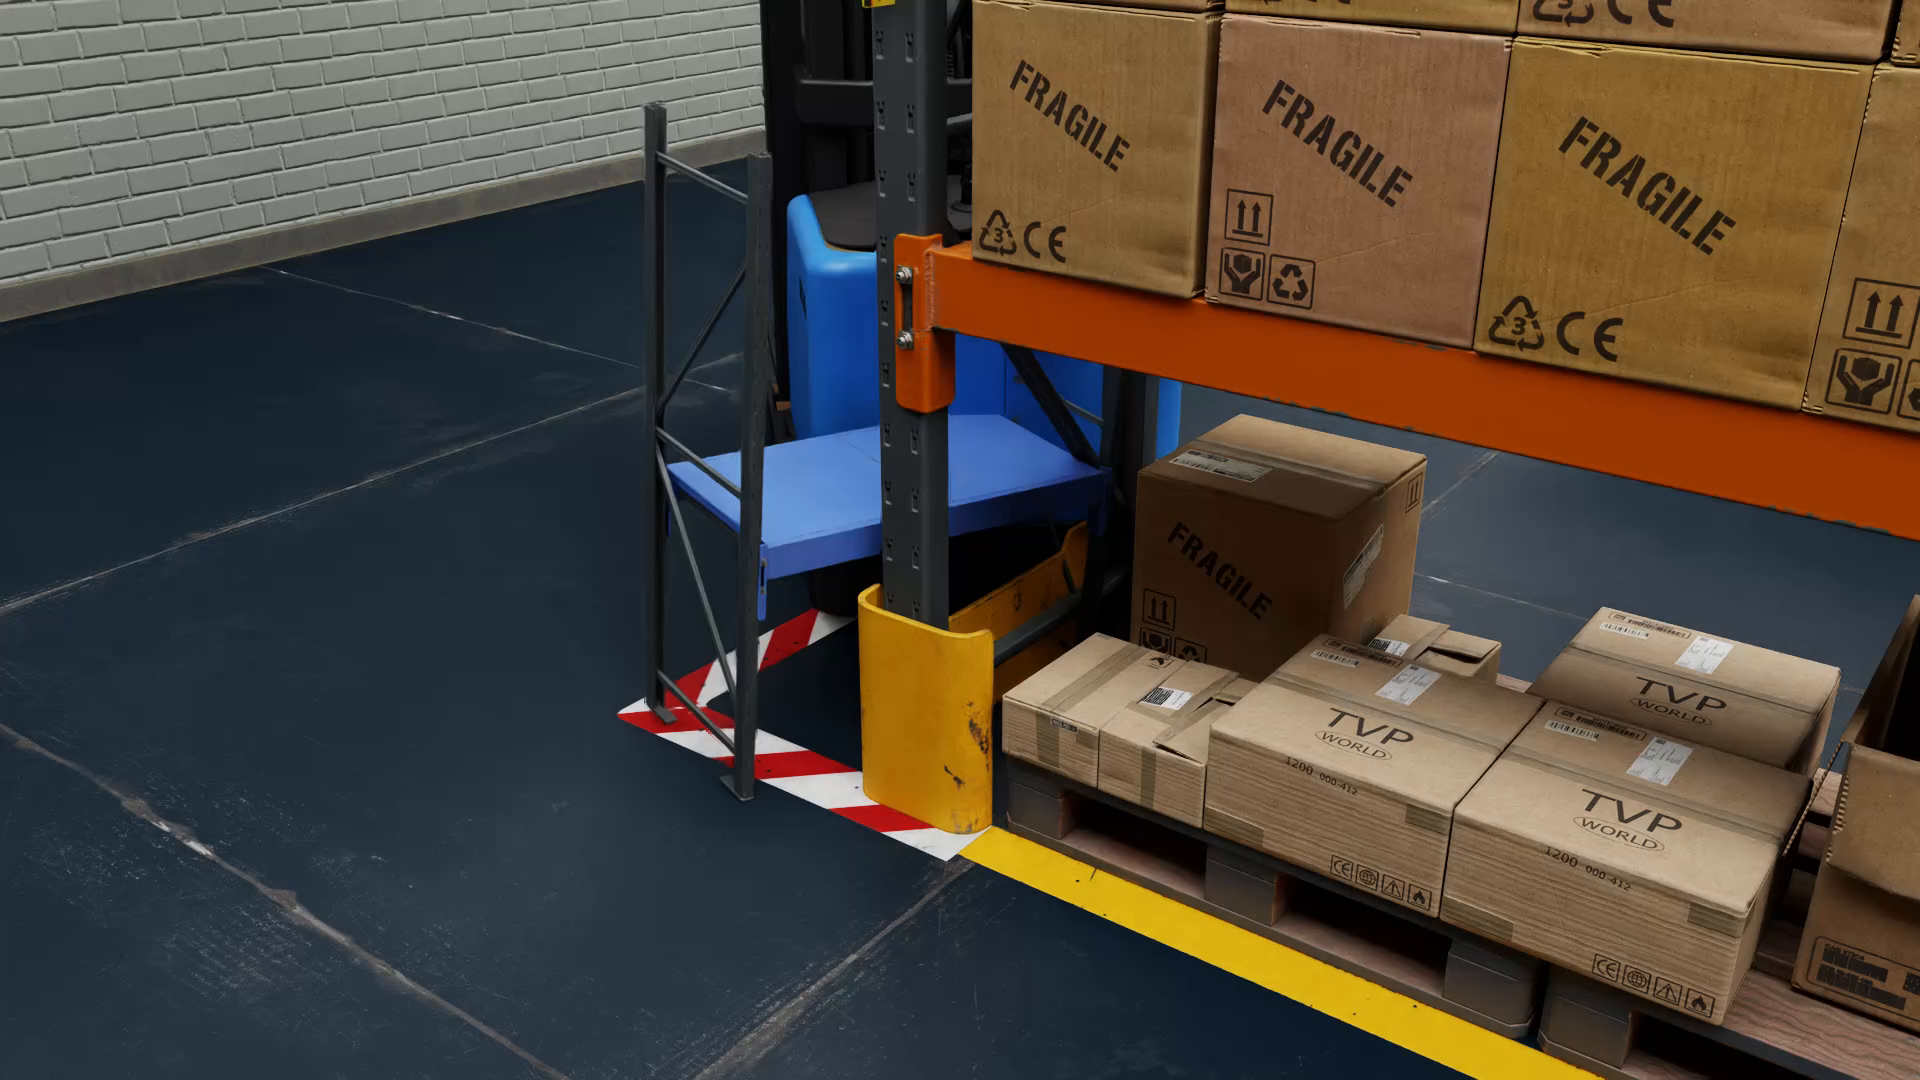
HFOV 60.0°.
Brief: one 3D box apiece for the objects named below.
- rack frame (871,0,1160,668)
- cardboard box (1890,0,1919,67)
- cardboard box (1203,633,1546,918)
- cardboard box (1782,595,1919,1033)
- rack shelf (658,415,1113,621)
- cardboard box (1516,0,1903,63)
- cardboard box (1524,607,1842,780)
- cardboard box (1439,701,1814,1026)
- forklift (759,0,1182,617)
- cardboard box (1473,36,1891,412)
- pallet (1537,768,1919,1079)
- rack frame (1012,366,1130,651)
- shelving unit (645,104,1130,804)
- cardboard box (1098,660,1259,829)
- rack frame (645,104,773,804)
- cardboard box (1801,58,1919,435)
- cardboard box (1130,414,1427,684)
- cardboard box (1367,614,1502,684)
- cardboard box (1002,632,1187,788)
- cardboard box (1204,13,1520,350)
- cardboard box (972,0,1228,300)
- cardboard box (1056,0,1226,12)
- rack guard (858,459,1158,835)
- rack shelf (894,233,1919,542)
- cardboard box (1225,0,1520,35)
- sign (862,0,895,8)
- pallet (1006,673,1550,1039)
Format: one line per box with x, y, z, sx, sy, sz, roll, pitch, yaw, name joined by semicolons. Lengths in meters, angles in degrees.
0.173;-0.947;3.679;0.127;3.000;1.000;17;29;33;rack frame
1.597;-0.889;2.183;0.500;0.500;0.500;17;29;33;cardboard box
0.838;0.454;3.364;0.500;0.250;0.500;17;29;33;cardboard box
1.867;0.509;2.925;0.637;0.503;0.797;17;29;33;cardboard box
-0.181;-0.100;4.079;1.000;0.185;0.538;-13;31;-34;rack shelf
1.190;-1.011;2.461;0.500;0.500;0.500;17;29;34;cardboard box
1.498;0.402;3.483;0.500;0.250;0.500;17;29;33;cardboard box
1.238;0.575;3.089;0.500;0.250;0.500;17;29;33;cardboard box
-0.121;-1.693;5.457;1.130;2.935;3.031;-4;24;-8;forklift
1.186;-0.555;2.665;0.500;0.500;0.500;17;29;33;cardboard box
1.844;0.835;3.092;1.213;0.211;1.003;17;29;33;pallet
0.245;-0.360;4.283;0.032;1.500;0.500;-13;31;-34;rack frame
-0.167;-0.262;4.002;1.048;1.500;0.538;-13;31;-34;shelving unit
0.502;0.421;3.543;0.250;0.166;0.380;17;29;33;cardboard box
-0.579;-0.164;3.721;0.032;1.500;0.500;-13;31;-34;rack frame
1.585;-0.433;2.389;0.500;0.500;0.500;17;29;34;cardboard box
0.756;0.048;3.976;0.500;0.500;0.500;17;29;33;cardboard box
1.026;0.327;3.755;0.250;0.166;0.380;17;29;33;cardboard box
0.302;0.369;3.683;0.250;0.149;0.380;17;29;33;cardboard box
0.786;-0.677;2.943;0.500;0.500;0.500;16;29;33;cardboard box
0.370;-0.800;3.222;0.500;0.500;0.500;18;29;34;cardboard box
0.370;-1.258;3.020;0.500;0.500;0.500;18;29;35;cardboard box
0.233;0.215;4.141;0.348;0.500;1.175;17;29;33;rack guard
1.773;-0.134;2.726;4.000;0.370;1.077;17;29;33;rack shelf
0.793;-1.134;2.739;0.500;0.500;0.500;17;29;34;cardboard box
-0.153;-1.168;3.107;0.005;0.325;0.100;17;29;33;sign
0.872;0.540;3.762;1.213;0.211;1.003;17;29;33;pallet
